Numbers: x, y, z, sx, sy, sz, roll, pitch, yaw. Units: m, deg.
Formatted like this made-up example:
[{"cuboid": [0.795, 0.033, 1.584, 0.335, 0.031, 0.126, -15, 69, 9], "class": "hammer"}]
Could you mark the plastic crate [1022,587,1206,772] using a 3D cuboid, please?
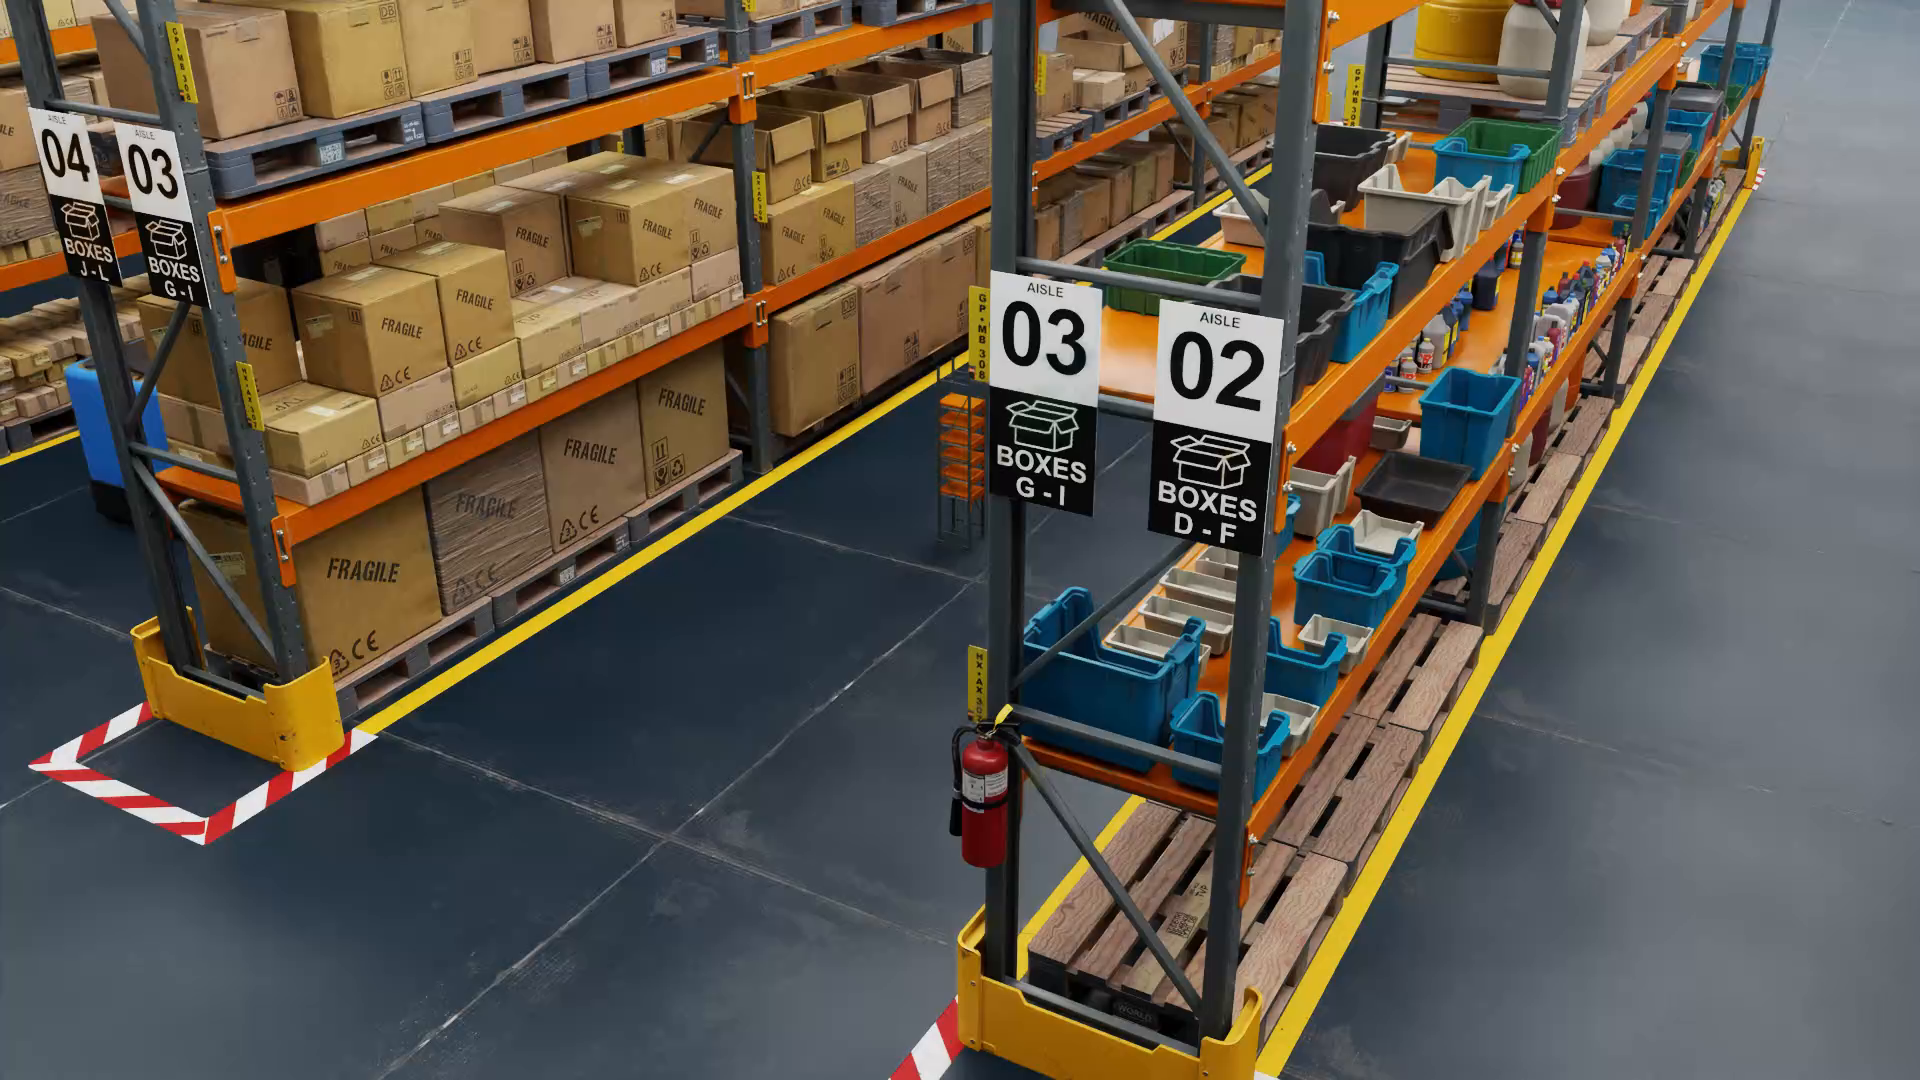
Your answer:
[{"cuboid": [0.563, 0.514, 6.265, 0.616, 0.435, 0.499, 14, 30, 26], "class": "plastic crate"}]

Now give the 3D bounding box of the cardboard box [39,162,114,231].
[{"cuboid": [-6.546, -2.584, 12.117, 0.500, 0.500, 0.500, 14, 30, 26], "class": "cardboard box"}]

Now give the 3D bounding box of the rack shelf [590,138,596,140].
[{"cuboid": [-5.068, -3.510, 15.215, 1.077, 0.370, 4.000, 14, 30, 26], "class": "rack shelf"}]

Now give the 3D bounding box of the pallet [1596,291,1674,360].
[{"cuboid": [5.513, -1.909, 14.328, 1.003, 0.211, 1.213, 14, 30, 26], "class": "pallet"}]

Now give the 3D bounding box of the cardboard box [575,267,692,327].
[{"cuboid": [-2.024, -1.555, 10.340, 0.500, 0.250, 0.500, 15, 30, 28], "class": "cardboard box"}]

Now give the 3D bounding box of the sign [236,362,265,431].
[{"cuboid": [-3.271, -0.660, 7.662, 0.100, 0.325, 0.005, 14, 30, 26], "class": "sign"}]

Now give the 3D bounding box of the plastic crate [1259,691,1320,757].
[{"cuboid": [1.199, 0.689, 6.250, 0.250, 0.136, 0.298, 14, 30, 26], "class": "plastic crate"}]

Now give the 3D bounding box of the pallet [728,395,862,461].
[{"cuboid": [-1.469, -0.991, 12.495, 1.003, 0.211, 1.213, 14, 30, 26], "class": "pallet"}]

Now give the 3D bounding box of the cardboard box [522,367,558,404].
[{"cuboid": [-2.533, -0.915, 9.508, 0.380, 0.149, 0.250, 13, 30, 25], "class": "cardboard box"}]

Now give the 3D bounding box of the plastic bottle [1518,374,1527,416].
[{"cuboid": [3.081, -0.827, 9.182, 0.061, 0.283, 0.133, 14, 30, 26], "class": "plastic bottle"}]

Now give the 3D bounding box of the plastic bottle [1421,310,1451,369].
[{"cuboid": [2.822, -1.207, 9.865, 0.144, 0.351, 0.185, 14, 30, 26], "class": "plastic bottle"}]

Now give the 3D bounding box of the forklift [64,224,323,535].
[{"cuboid": [-4.605, -1.946, 11.362, 1.130, 2.935, 3.031, 13, 29, 24], "class": "forklift"}]

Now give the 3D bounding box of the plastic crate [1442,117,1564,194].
[{"cuboid": [2.584, -1.845, 7.971, 0.450, 0.188, 0.662, 14, 30, 26], "class": "plastic crate"}]

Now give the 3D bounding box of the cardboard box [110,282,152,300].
[{"cuboid": [-6.670, -1.939, 13.324, 0.380, 0.149, 0.250, 14, 30, 25], "class": "cardboard box"}]

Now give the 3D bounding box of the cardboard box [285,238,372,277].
[{"cuboid": [-5.457, -2.352, 14.421, 0.500, 0.500, 0.500, 15, 30, 28], "class": "cardboard box"}]

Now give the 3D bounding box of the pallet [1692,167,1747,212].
[{"cuboid": [8.032, -3.905, 18.314, 1.003, 0.211, 1.213, 14, 30, 26], "class": "pallet"}]

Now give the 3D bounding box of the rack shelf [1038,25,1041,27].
[{"cuboid": [1.168, -5.279, 15.397, 1.077, 0.370, 4.000, 14, 30, 26], "class": "rack shelf"}]

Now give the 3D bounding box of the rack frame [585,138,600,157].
[{"cuboid": [-4.084, -4.612, 16.611, 1.000, 3.000, 0.127, 14, 30, 26], "class": "rack frame"}]

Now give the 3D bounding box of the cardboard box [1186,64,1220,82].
[{"cuboid": [2.520, -4.944, 17.556, 0.380, 0.149, 0.250, 14, 30, 26], "class": "cardboard box"}]

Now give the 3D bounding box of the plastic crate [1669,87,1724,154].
[{"cuboid": [6.493, -3.721, 14.760, 0.402, 0.464, 0.583, 14, 30, 26], "class": "plastic crate"}]

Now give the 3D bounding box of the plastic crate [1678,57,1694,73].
[{"cuboid": [7.712, -5.111, 17.904, 0.298, 0.136, 0.250, 14, 30, 26], "class": "plastic crate"}]

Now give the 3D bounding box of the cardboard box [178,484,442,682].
[{"cuboid": [-3.506, 0.133, 9.038, 0.875, 0.875, 0.875, 14, 30, 26], "class": "cardboard box"}]

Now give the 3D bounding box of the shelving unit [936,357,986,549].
[{"cuboid": [0.007, -0.542, 10.493, 0.258, 1.200, 0.189, 14, 30, 26], "class": "shelving unit"}]

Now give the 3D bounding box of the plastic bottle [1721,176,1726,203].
[{"cuboid": [7.869, -3.627, 17.188, 0.061, 0.283, 0.133, 15, 30, 27], "class": "plastic bottle"}]

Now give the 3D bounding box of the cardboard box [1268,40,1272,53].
[{"cuboid": [3.330, -5.639, 18.944, 0.380, 0.149, 0.250, 14, 30, 26], "class": "cardboard box"}]

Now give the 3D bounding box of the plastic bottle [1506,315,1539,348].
[{"cuboid": [3.412, -1.266, 10.066, 0.152, 0.276, 0.135, 14, 30, 26], "class": "plastic bottle"}]

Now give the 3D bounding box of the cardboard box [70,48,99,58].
[{"cuboid": [-6.486, -3.555, 12.940, 0.500, 0.500, 0.500, 15, 30, 27], "class": "cardboard box"}]

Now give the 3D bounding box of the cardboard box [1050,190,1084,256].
[{"cuboid": [0.759, -3.043, 15.780, 0.700, 0.500, 0.500, 12, 29, 22], "class": "cardboard box"}]

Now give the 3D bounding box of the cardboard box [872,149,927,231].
[{"cuboid": [-0.596, -2.684, 12.648, 0.500, 0.500, 0.500, 15, 30, 27], "class": "cardboard box"}]

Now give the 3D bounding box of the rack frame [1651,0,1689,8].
[{"cuboid": [4.497, -5.072, 10.829, 1.000, 3.000, 0.127, 14, 30, 26], "class": "rack frame"}]

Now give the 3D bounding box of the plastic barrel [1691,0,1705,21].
[{"cuboid": [5.090, -4.227, 11.932, 0.600, 0.901, 0.600, 0, 27, 0], "class": "plastic barrel"}]

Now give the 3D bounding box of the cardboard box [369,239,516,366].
[{"cuboid": [-2.784, -1.289, 8.972, 0.500, 0.500, 0.500, 13, 30, 25], "class": "cardboard box"}]

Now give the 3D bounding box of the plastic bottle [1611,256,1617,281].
[{"cuboid": [4.435, -1.880, 11.377, 0.097, 0.201, 0.097, 0, 27, 0], "class": "plastic bottle"}]

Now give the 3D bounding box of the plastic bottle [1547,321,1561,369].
[{"cuboid": [3.518, -1.173, 9.873, 0.061, 0.283, 0.133, 14, 30, 26], "class": "plastic bottle"}]

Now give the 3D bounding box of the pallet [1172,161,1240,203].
[{"cuboid": [2.452, -4.061, 18.628, 1.003, 0.211, 1.213, 14, 30, 26], "class": "pallet"}]

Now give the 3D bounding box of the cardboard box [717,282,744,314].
[{"cuboid": [-1.648, -1.618, 10.911, 0.380, 0.149, 0.250, 14, 30, 26], "class": "cardboard box"}]

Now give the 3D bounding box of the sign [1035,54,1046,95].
[{"cuboid": [0.669, -3.877, 13.850, 0.100, 0.325, 0.005, 14, 30, 26], "class": "sign"}]

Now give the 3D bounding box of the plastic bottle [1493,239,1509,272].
[{"cuboid": [3.747, -2.001, 11.541, 0.097, 0.271, 0.097, 0, 27, 0], "class": "plastic bottle"}]

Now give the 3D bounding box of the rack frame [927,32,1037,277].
[{"cuboid": [0.185, -3.480, 14.351, 1.000, 3.000, 0.127, 14, 30, 26], "class": "rack frame"}]

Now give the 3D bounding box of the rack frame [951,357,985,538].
[{"cuboid": [0.052, -0.578, 10.564, 0.240, 1.200, 0.006, 14, 30, 26], "class": "rack frame"}]

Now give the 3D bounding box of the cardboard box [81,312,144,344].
[{"cuboid": [-6.456, -1.619, 12.684, 0.380, 0.149, 0.250, 13, 29, 24], "class": "cardboard box"}]

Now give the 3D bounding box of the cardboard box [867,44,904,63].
[{"cuboid": [-1.306, -5.990, 21.269, 0.875, 0.875, 0.875, 14, 30, 26], "class": "cardboard box"}]

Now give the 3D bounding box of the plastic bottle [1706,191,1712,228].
[{"cuboid": [7.316, -3.257, 16.373, 0.144, 0.351, 0.185, 13, 29, 24], "class": "plastic bottle"}]

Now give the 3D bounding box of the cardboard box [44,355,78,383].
[{"cuboid": [-6.804, -1.315, 12.409, 0.380, 0.149, 0.250, 16, 31, 28], "class": "cardboard box"}]

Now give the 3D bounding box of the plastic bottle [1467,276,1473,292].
[{"cuboid": [3.238, -1.668, 10.786, 0.144, 0.351, 0.185, 14, 30, 26], "class": "plastic bottle"}]

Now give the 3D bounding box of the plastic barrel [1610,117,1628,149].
[{"cuboid": [5.229, -3.230, 13.699, 0.433, 0.535, 0.433, 0, 27, 0], "class": "plastic barrel"}]

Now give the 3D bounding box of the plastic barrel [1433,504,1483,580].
[{"cuboid": [2.812, -0.288, 9.850, 0.600, 0.901, 0.708, 14, 30, 26], "class": "plastic barrel"}]

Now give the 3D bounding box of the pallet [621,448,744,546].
[{"cuboid": [-2.225, -0.395, 11.303, 1.003, 0.211, 1.213, 14, 30, 26], "class": "pallet"}]

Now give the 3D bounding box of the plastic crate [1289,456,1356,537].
[{"cuboid": [1.617, -0.250, 7.963, 0.437, 0.282, 0.530, 14, 30, 26], "class": "plastic crate"}]

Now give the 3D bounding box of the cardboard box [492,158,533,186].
[{"cuboid": [-4.431, -3.493, 15.863, 0.500, 0.250, 0.500, 15, 30, 27], "class": "cardboard box"}]

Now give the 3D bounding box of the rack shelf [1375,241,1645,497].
[{"cuboid": [3.513, -1.288, 10.776, 1.077, 0.370, 4.000, 14, 30, 26], "class": "rack shelf"}]

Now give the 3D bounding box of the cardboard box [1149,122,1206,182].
[{"cuboid": [2.384, -4.256, 18.224, 0.500, 0.500, 0.500, 13, 29, 25], "class": "cardboard box"}]

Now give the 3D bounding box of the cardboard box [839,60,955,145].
[{"cuboid": [-0.512, -3.438, 13.036, 0.797, 0.503, 0.637, 15, 30, 27], "class": "cardboard box"}]

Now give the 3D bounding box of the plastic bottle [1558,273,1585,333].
[{"cuboid": [3.836, -1.493, 10.437, 0.144, 0.351, 0.185, 14, 30, 26], "class": "plastic bottle"}]

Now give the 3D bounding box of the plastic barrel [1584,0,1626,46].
[{"cuboid": [3.756, -3.255, 9.930, 0.433, 0.535, 0.433, 0, 27, 0], "class": "plastic barrel"}]

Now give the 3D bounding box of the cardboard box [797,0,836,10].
[{"cuboid": [-1.165, -3.818, 11.306, 0.500, 0.311, 0.500, 13, 29, 24], "class": "cardboard box"}]

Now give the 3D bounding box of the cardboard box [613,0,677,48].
[{"cuboid": [-2.116, -3.221, 9.791, 0.700, 0.500, 0.500, 12, 29, 23], "class": "cardboard box"}]

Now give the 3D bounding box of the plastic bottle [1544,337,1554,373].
[{"cuboid": [3.445, -1.096, 9.810, 0.097, 0.201, 0.097, 0, 27, 0], "class": "plastic bottle"}]
